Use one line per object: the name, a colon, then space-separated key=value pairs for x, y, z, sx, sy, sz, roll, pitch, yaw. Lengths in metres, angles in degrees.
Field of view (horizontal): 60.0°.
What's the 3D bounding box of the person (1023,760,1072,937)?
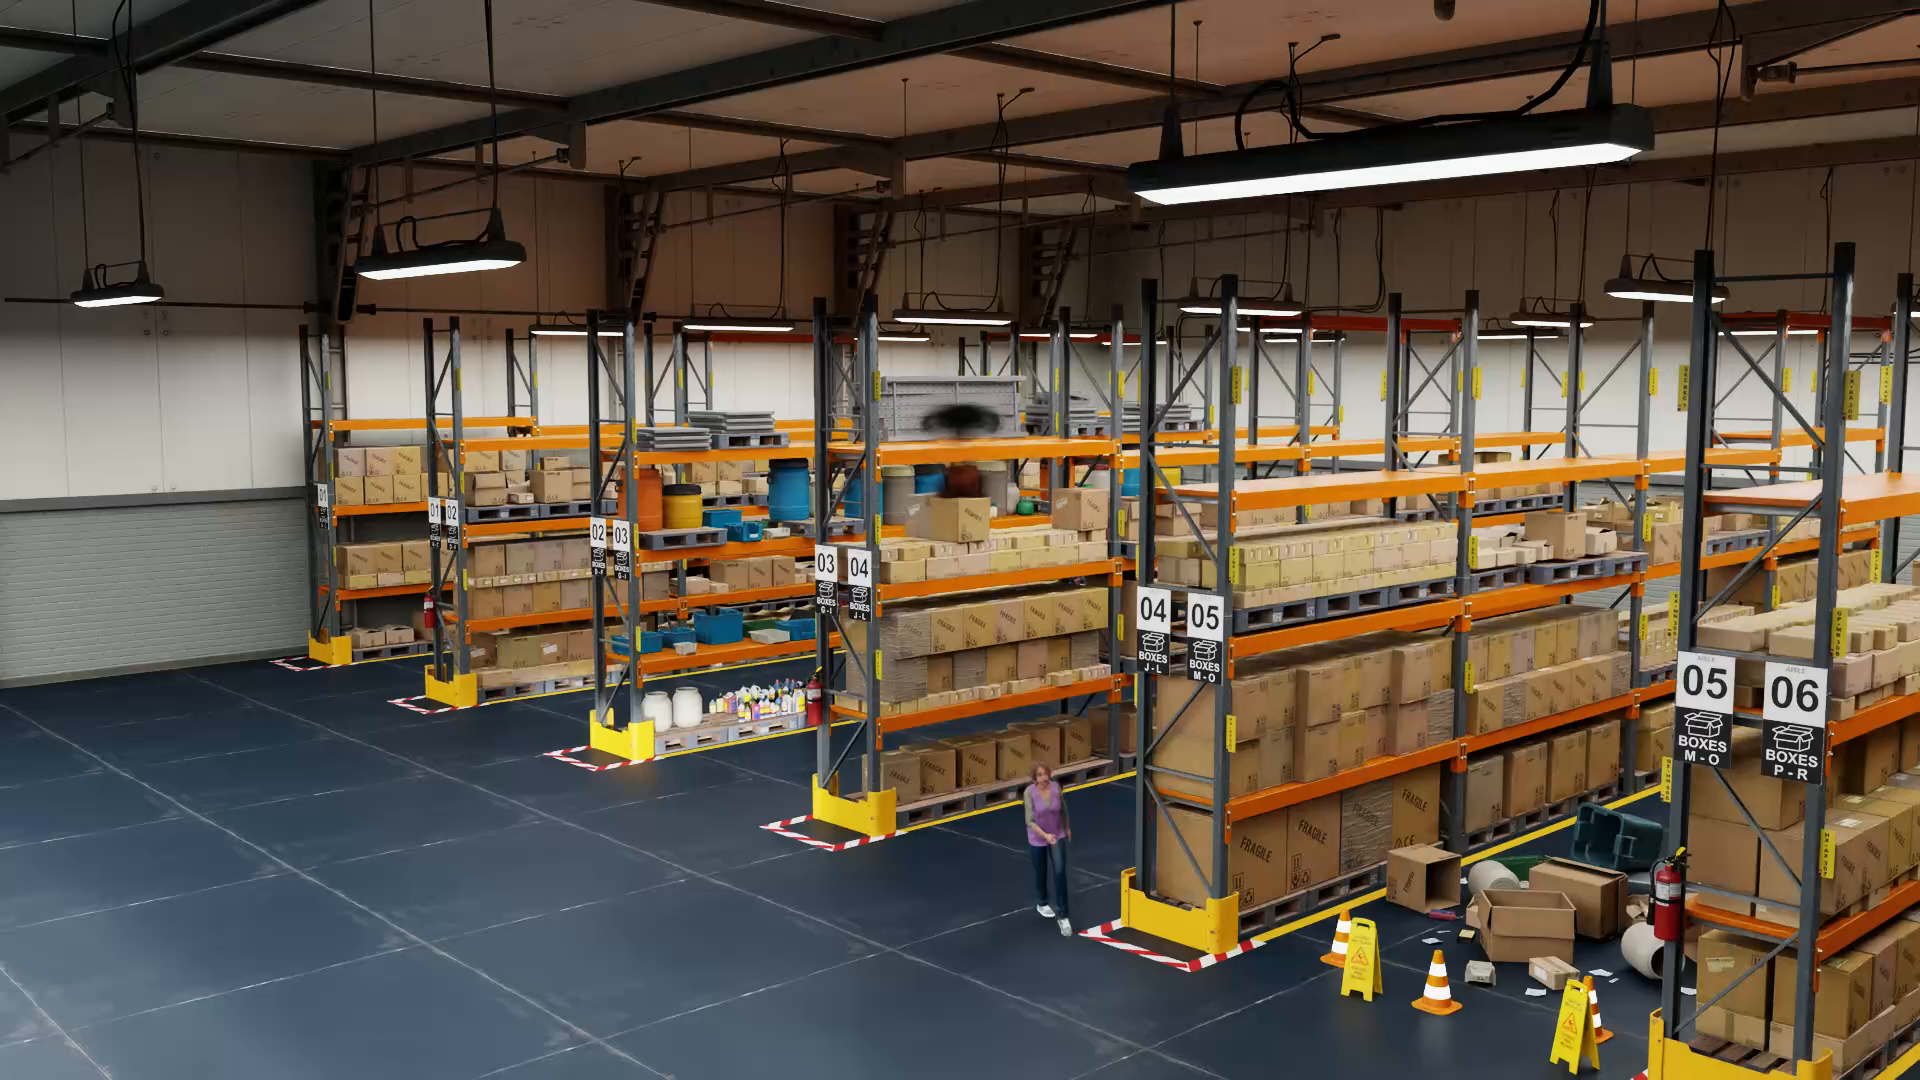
person: x=0.826 y=2.820 z=15.442 sx=0.497 sy=1.603 sz=0.754 roll=-1 pitch=6 yaw=-8
